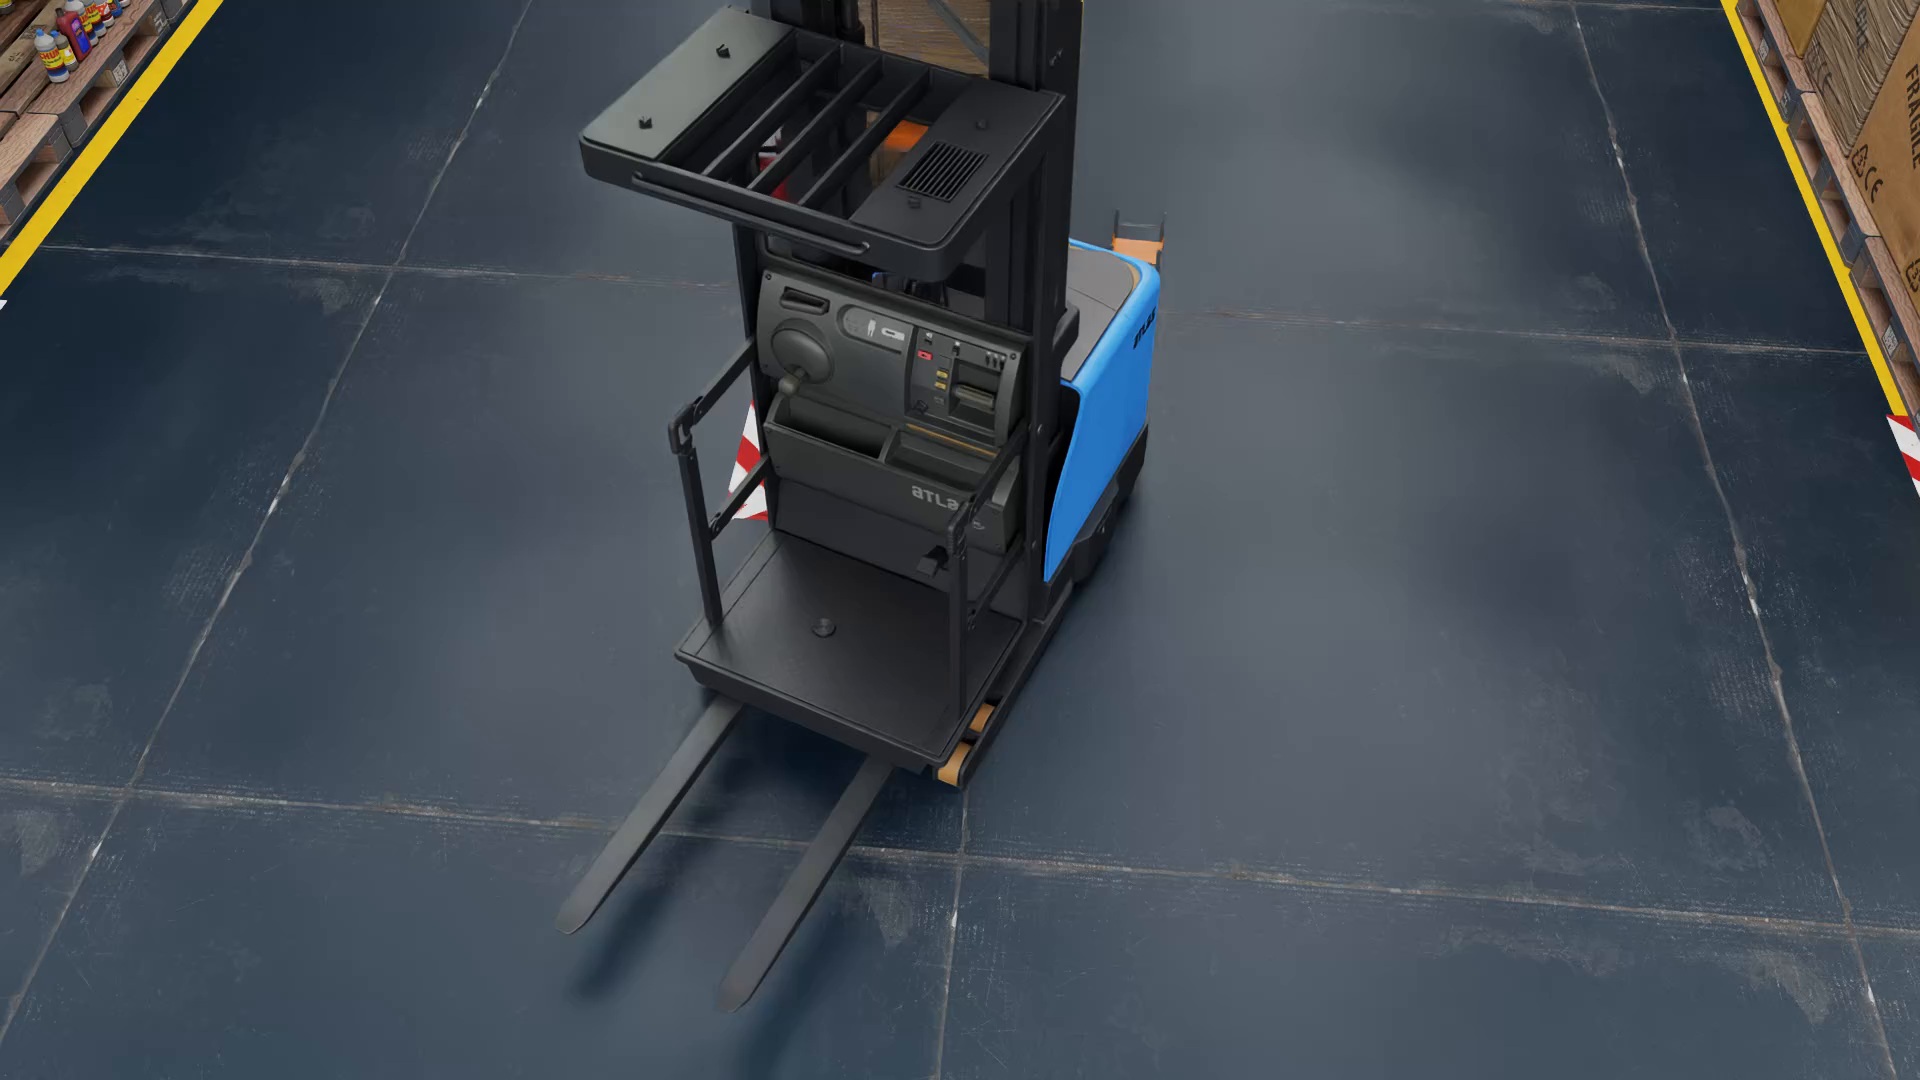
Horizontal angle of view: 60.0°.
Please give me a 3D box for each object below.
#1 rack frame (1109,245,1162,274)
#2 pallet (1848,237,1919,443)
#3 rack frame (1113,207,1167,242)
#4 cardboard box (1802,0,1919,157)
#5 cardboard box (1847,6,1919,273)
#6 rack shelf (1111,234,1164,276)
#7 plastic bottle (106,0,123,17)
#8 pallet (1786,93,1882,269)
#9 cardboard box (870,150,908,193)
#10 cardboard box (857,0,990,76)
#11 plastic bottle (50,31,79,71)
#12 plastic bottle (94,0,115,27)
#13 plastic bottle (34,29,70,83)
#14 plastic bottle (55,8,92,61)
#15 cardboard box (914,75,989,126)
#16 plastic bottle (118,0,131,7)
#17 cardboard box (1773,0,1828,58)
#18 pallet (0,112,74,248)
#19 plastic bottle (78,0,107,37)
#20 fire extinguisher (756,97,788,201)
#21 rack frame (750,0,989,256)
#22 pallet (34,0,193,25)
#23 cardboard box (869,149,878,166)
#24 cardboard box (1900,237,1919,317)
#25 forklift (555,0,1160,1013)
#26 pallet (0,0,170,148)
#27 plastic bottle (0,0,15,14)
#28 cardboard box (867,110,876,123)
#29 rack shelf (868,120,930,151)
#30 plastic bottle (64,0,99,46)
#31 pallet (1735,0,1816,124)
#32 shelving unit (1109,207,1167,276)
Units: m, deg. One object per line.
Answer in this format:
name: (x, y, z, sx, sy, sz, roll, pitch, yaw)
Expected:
rack frame: (0.673, -0.765, 6.764, 0.200, 1.050, 0.008, 7, 48, 6)
pallet: (4.680, -0.880, 7.438, 1.003, 0.211, 1.213, 4, 48, 4)
rack frame: (0.712, -0.943, 6.927, 0.200, 1.050, 0.008, 7, 48, 6)
cardboard box: (4.844, -2.473, 8.160, 0.875, 0.875, 0.875, 4, 48, 4)
cardboard box: (4.759, -1.803, 7.547, 0.875, 0.875, 0.875, 3, 48, 3)
rack shelf: (0.693, -1.038, 6.644, 0.215, 0.259, 0.240, 7, 48, 6)
plastic bottle: (-4.643, -2.983, 9.022, 0.097, 0.271, 0.097, 0, 48, 0)
pallet: (4.794, -1.774, 8.256, 1.003, 0.211, 1.213, 4, 48, 4)
cardboard box: (-0.171, -1.392, 7.426, 0.500, 0.500, 0.500, 12, 49, 11)
cardboard box: (-0.167, -2.173, 6.461, 0.875, 0.500, 0.500, 4, 48, 4)
plastic bottle: (-4.692, -2.561, 8.684, 0.097, 0.201, 0.097, 0, 48, 0)
plastic bottle: (-4.652, -2.883, 8.978, 0.097, 0.201, 0.097, 0, 48, 0)
plastic bottle: (-4.702, -2.509, 8.588, 0.097, 0.271, 0.097, 0, 48, 0)
plastic bottle: (-4.663, -2.678, 8.735, 0.061, 0.283, 0.133, 5, 48, 4)
cardboard box: (0.019, -1.745, 6.510, 0.380, 0.149, 0.250, 4, 48, 4)
plastic bottle: (-4.633, -3.034, 9.117, 0.097, 0.201, 0.097, 0, 48, 0)
cardboard box: (4.923, -3.135, 8.766, 0.875, 0.875, 0.875, 5, 48, 4)
pallet: (-5.138, -1.684, 8.173, 1.003, 0.211, 1.213, 4, 48, 4)
plastic bottle: (-4.661, -2.834, 8.886, 0.097, 0.271, 0.097, 0, 48, 0)
fire extinguisher: (-0.714, -1.557, 6.220, 0.296, 0.674, 0.183, 4, 48, 4)
rack frame: (-0.245, -1.637, 6.240, 1.000, 3.000, 0.127, 4, 48, 4)
pallet: (-4.915, -3.477, 9.813, 1.003, 0.211, 1.213, 4, 48, 4)
cardboard box: (-0.151, -1.834, 7.830, 0.500, 0.500, 0.500, 15, 49, 14)
cardboard box: (4.681, -1.156, 6.956, 0.875, 0.875, 0.875, 4, 48, 4)
forklift: (-0.332, -0.487, 5.235, 1.130, 2.935, 3.031, 20, 51, 17)
pallet: (-5.024, -2.578, 8.991, 1.003, 0.211, 1.213, 4, 48, 4)
plastic bottle: (-5.248, -2.984, 9.071, 0.097, 0.201, 0.097, 0, 48, 0)
cardboard box: (-0.424, -1.775, 6.537, 0.380, 0.149, 0.250, 4, 48, 4)
rack shelf: (-0.063, -2.863, 7.850, 1.077, 0.370, 4.000, 4, 48, 4)
plastic bottle: (-4.670, -2.760, 8.819, 0.097, 0.271, 0.097, 0, 48, 0)
pallet: (4.903, -2.673, 9.078, 1.003, 0.211, 1.213, 4, 48, 4)
shelving unit: (0.693, -0.854, 6.845, 0.215, 1.050, 0.252, 7, 48, 6)
